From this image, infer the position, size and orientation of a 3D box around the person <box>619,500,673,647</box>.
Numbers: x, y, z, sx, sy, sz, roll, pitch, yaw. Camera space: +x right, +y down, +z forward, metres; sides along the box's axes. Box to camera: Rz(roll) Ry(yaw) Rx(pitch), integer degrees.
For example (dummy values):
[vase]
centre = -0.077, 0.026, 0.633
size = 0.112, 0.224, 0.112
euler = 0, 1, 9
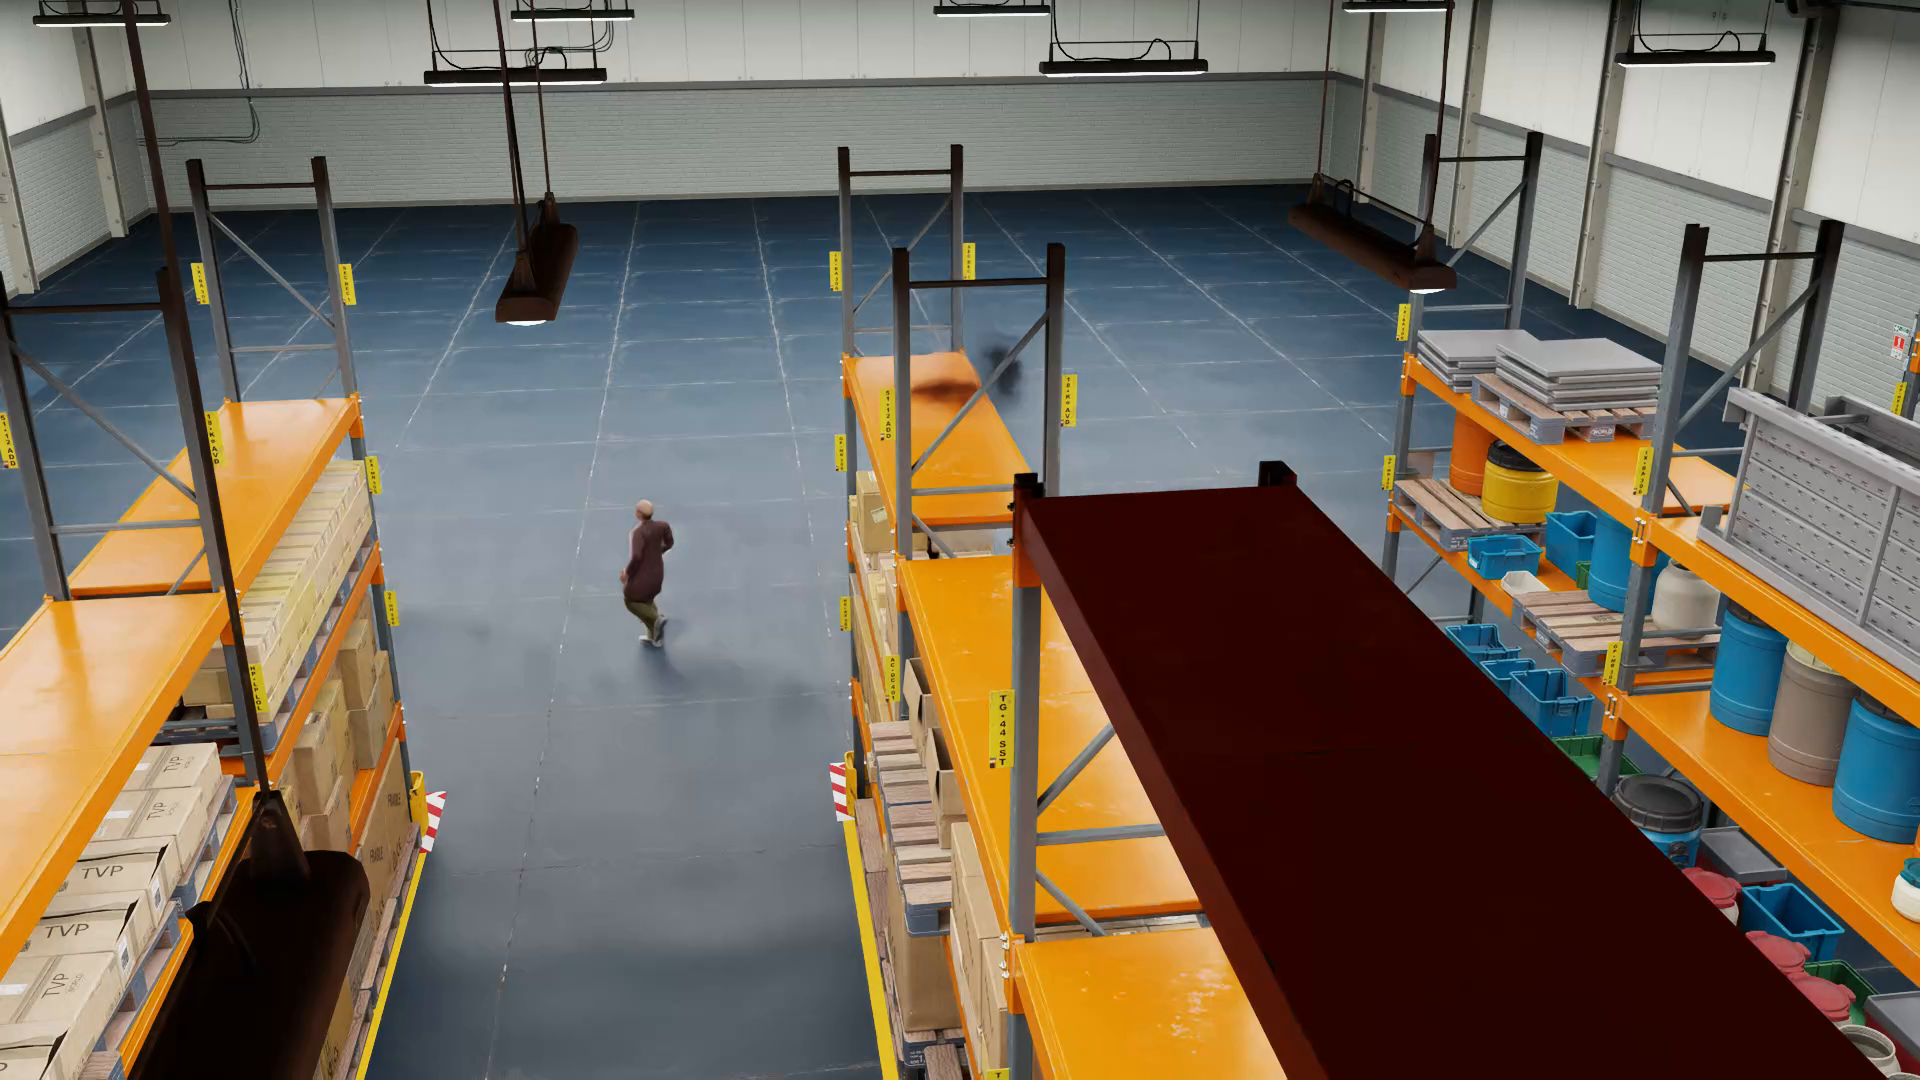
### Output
[person]
centre = -3.445, 0.375, 18.367
size = 0.637, 1.735, 0.711
euler = 14, 25, 31
